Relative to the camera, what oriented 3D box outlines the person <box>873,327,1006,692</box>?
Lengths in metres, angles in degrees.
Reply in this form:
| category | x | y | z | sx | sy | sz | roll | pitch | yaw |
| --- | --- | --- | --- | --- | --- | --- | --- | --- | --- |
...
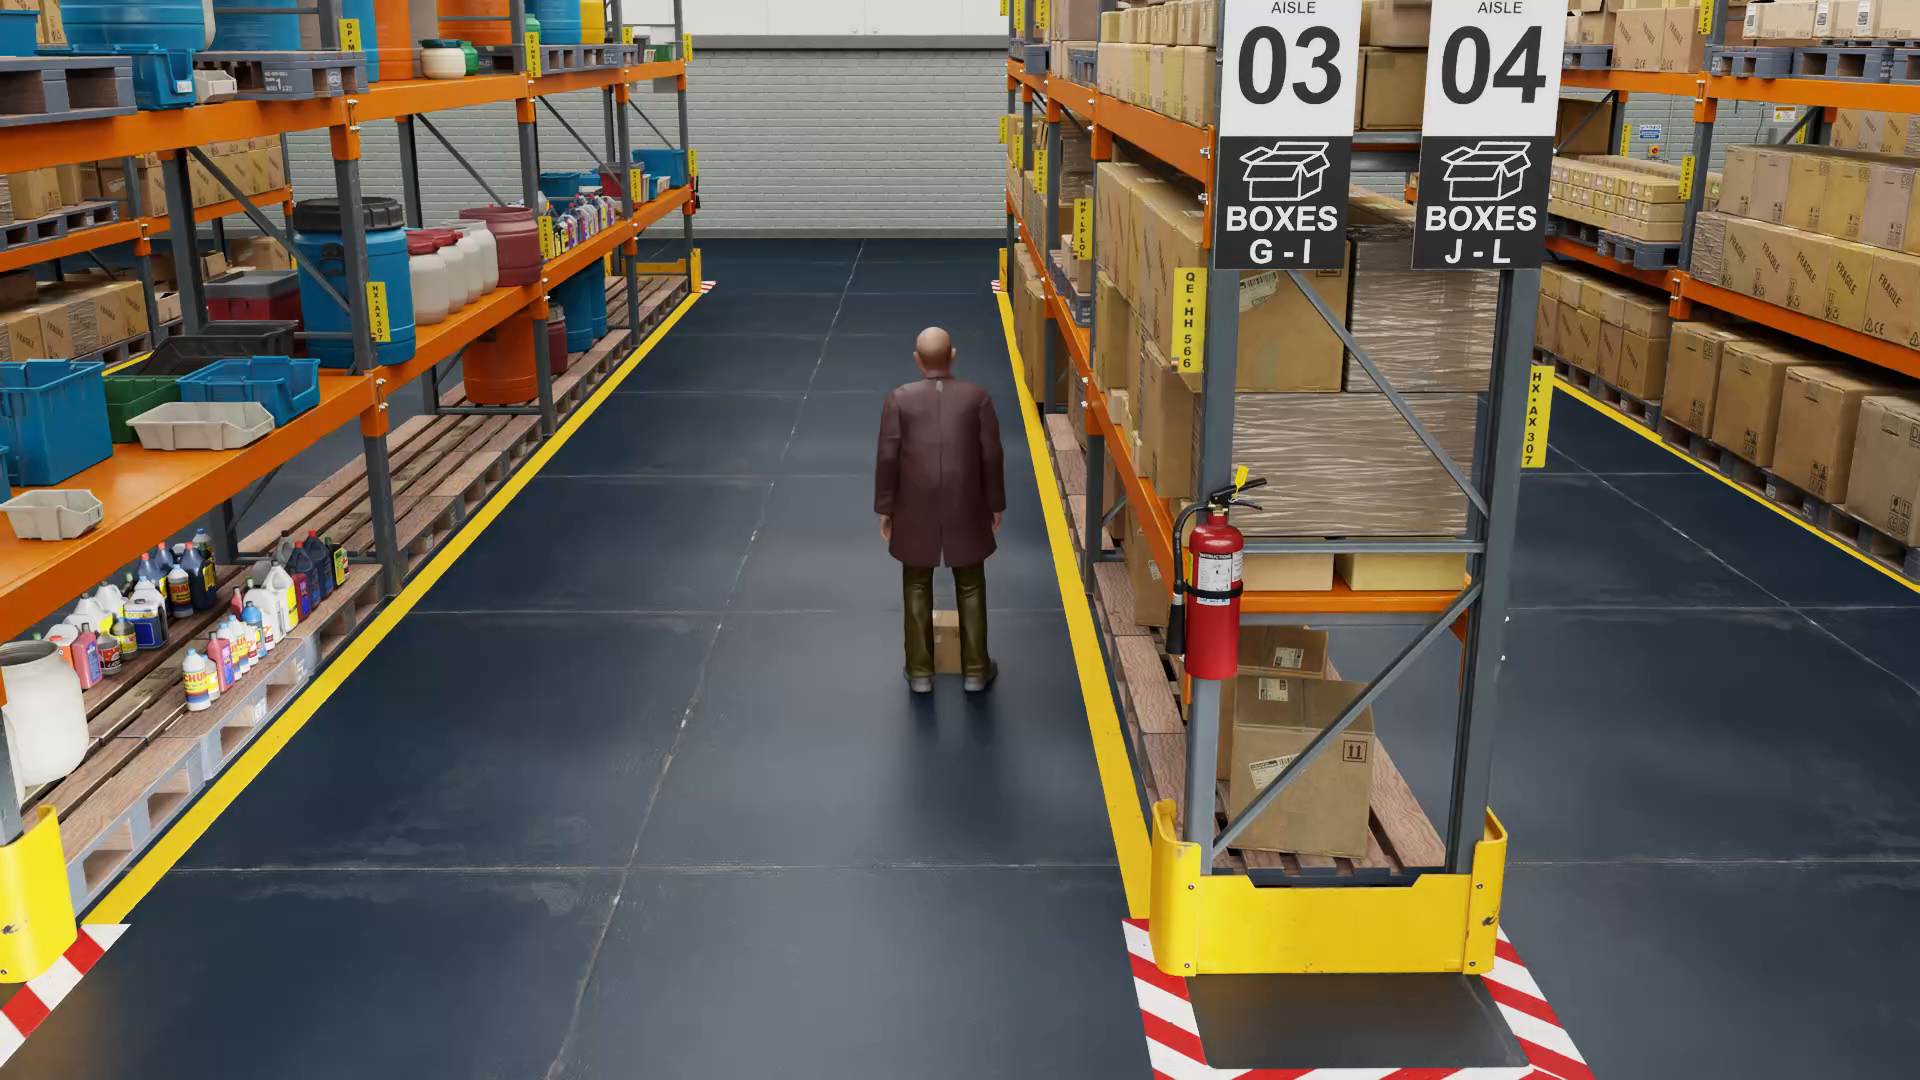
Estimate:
| category | x | y | z | sx | sy | sz | roll | pitch | yaw |
| --- | --- | --- | --- | --- | --- | --- | --- | --- | --- |
| person | -0.096 | -0.138 | 8.029 | 0.642 | 1.772 | 0.428 | -1 | 17 | -2 |
